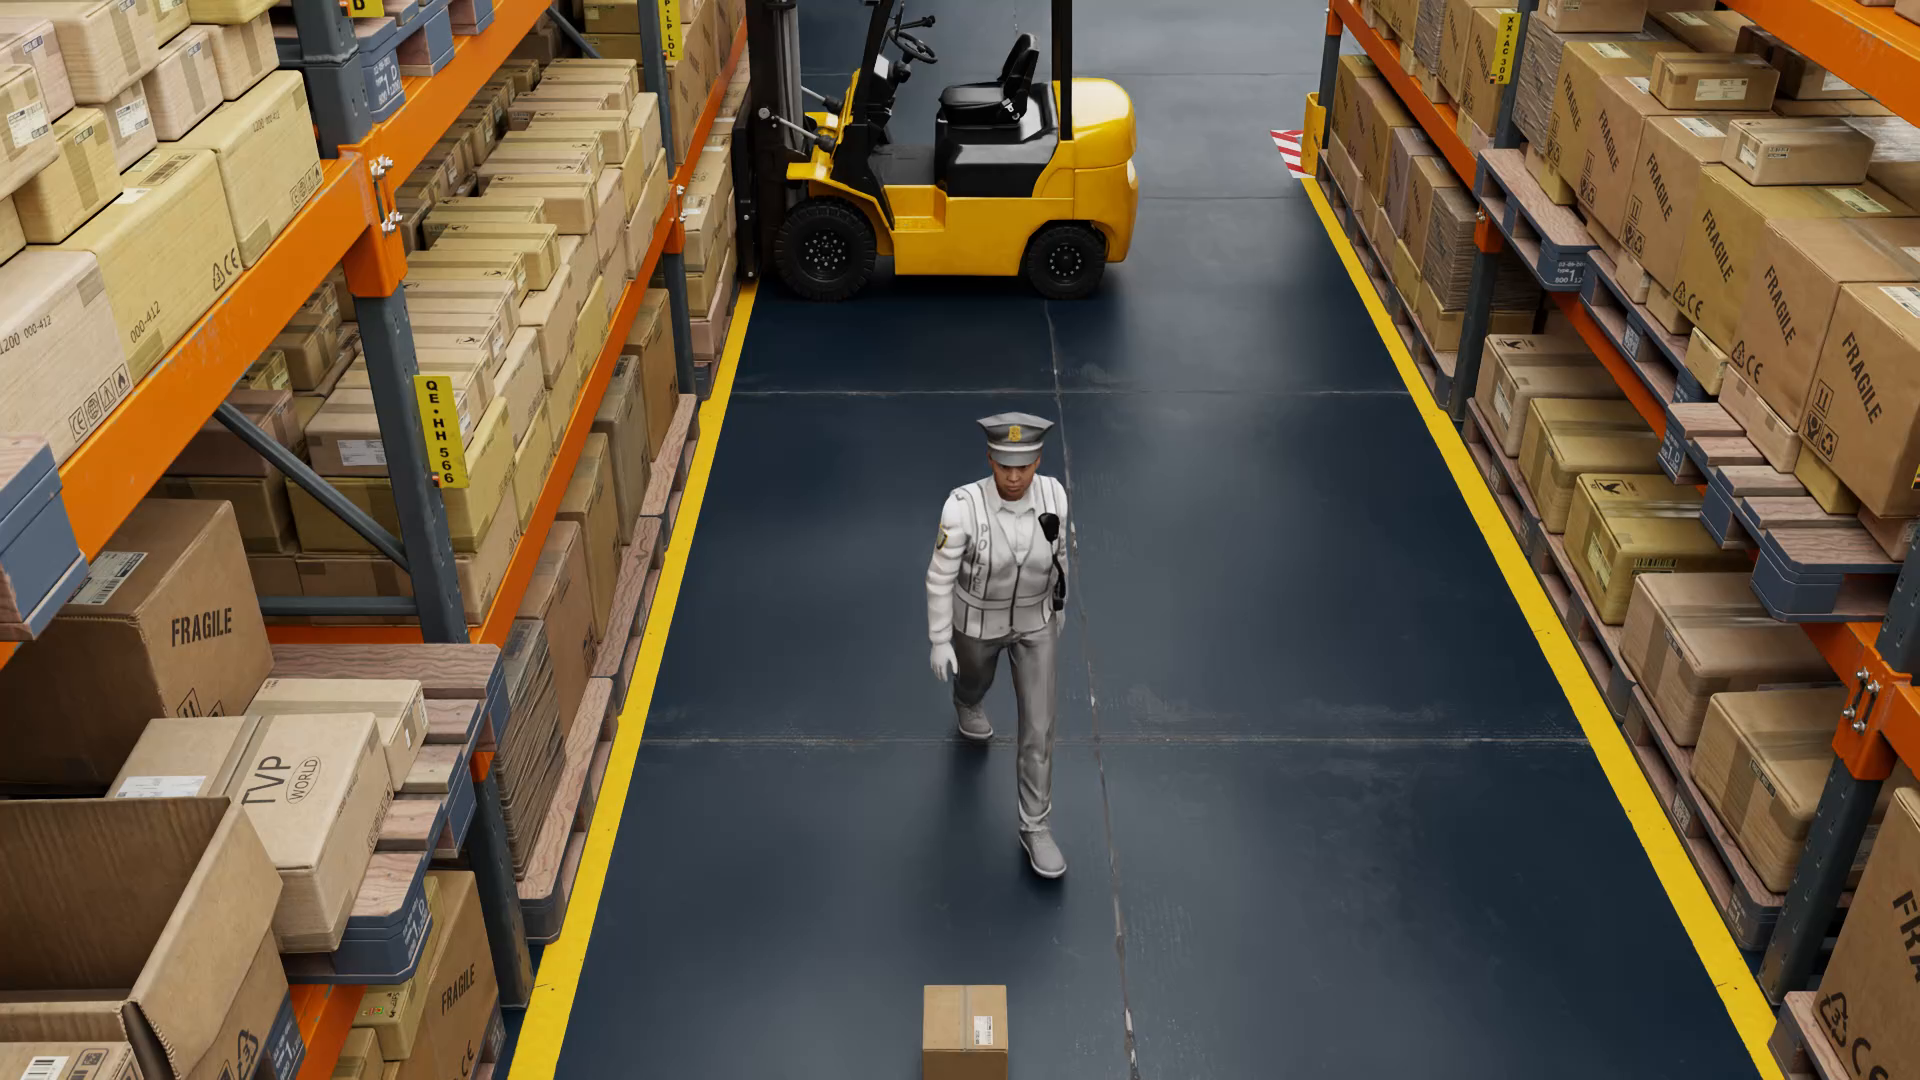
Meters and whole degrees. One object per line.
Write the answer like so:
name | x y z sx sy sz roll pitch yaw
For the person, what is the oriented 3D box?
person | 0.135 0.252 5.713 0.524 1.637 1.021 -5 32 -8
